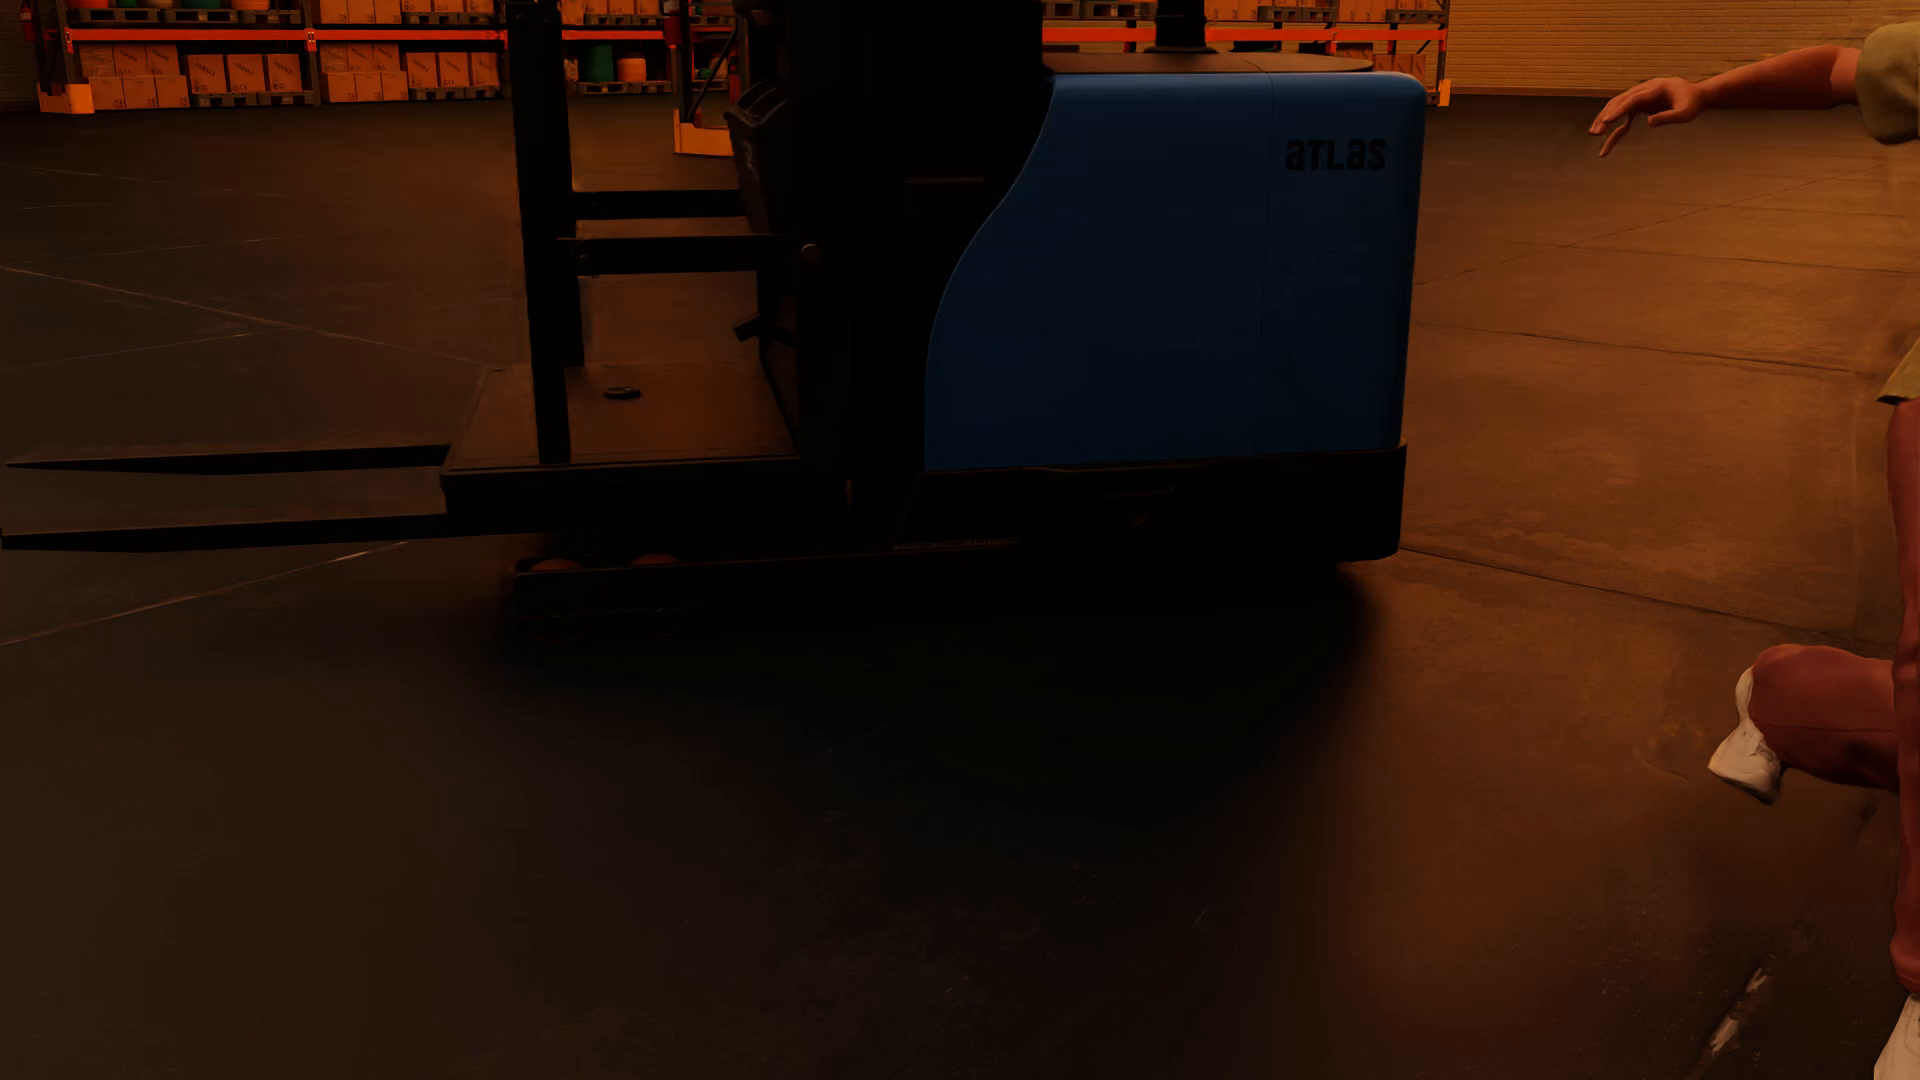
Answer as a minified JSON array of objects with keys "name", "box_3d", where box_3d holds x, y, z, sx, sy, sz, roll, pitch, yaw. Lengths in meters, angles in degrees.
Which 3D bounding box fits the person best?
[{"name":"person","box_3d":[1.074,-0.121,1.944,0.763,1.434,1.063,12,21,35]}]

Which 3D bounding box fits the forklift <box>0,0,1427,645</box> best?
[{"name":"forklift","box_3d":[-0.610,-1.363,3.387,3.031,2.935,1.130,-3,17,-10]}]
